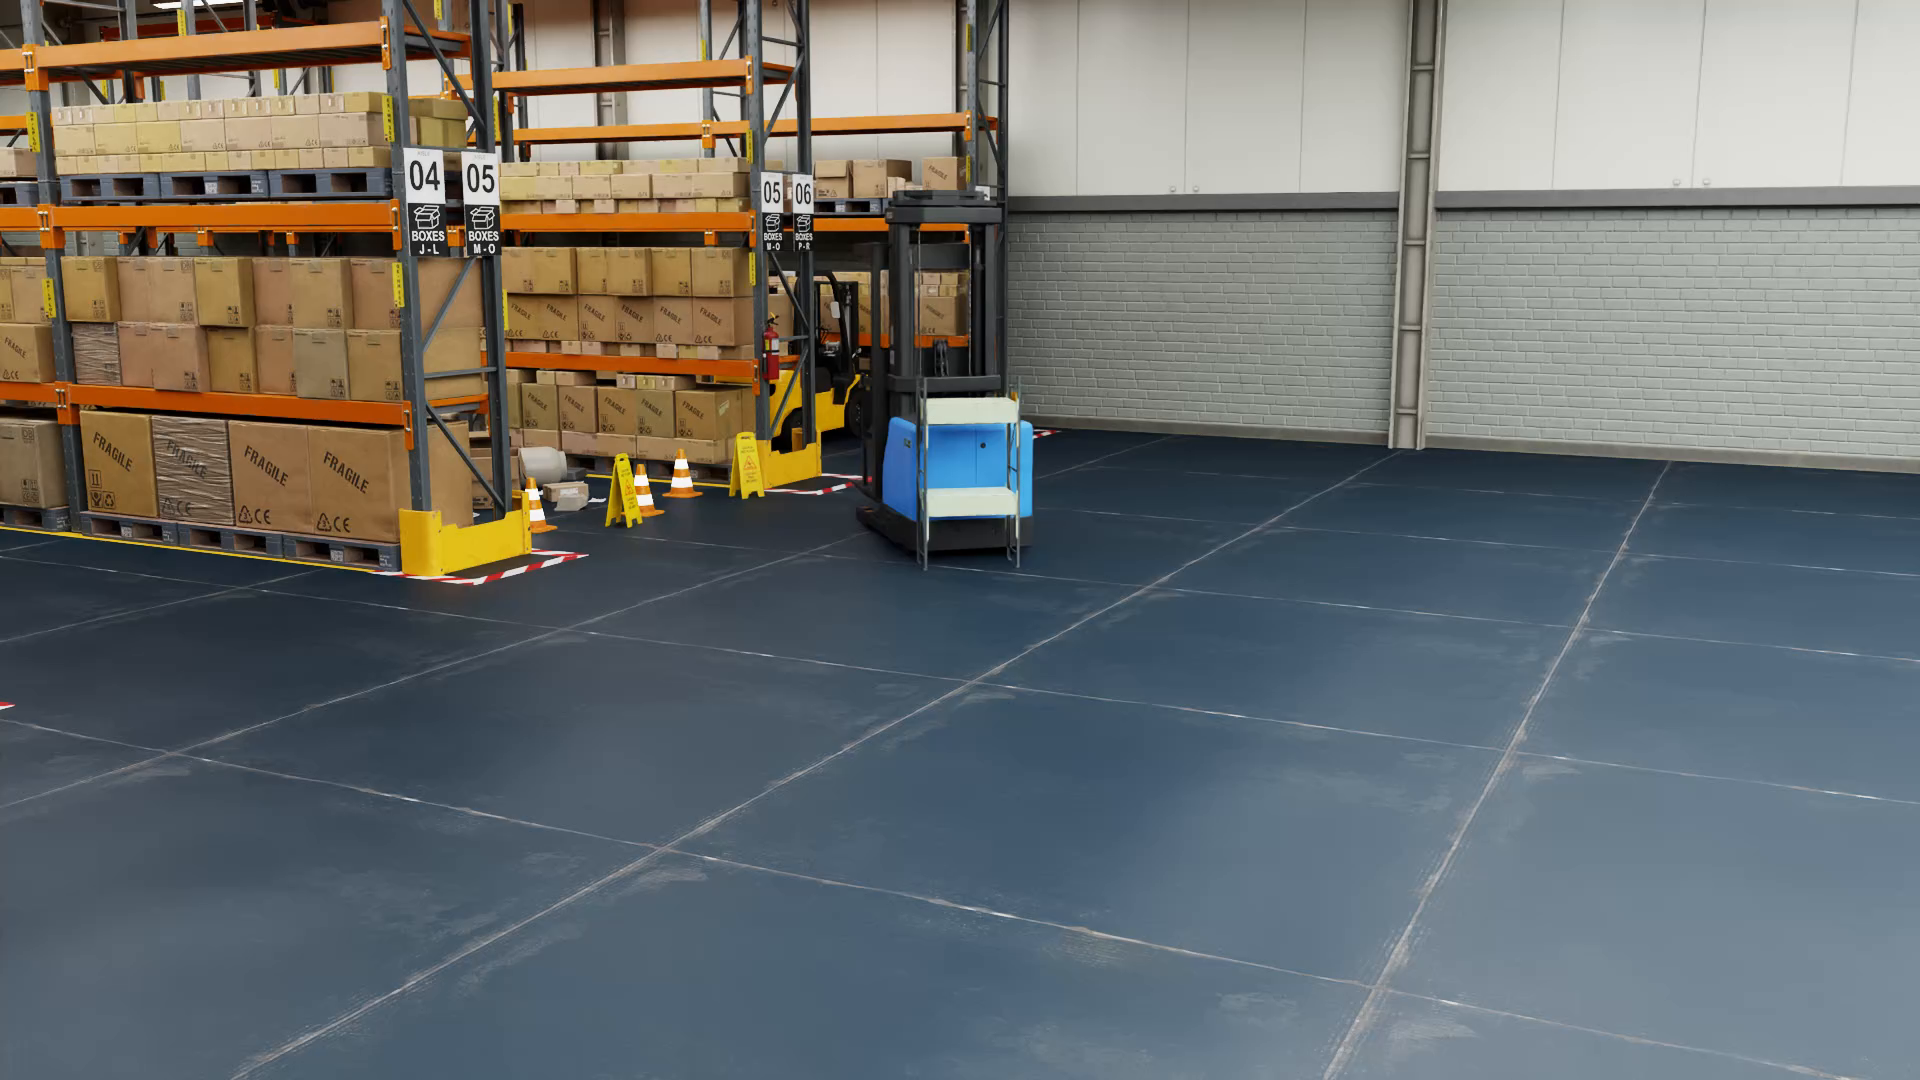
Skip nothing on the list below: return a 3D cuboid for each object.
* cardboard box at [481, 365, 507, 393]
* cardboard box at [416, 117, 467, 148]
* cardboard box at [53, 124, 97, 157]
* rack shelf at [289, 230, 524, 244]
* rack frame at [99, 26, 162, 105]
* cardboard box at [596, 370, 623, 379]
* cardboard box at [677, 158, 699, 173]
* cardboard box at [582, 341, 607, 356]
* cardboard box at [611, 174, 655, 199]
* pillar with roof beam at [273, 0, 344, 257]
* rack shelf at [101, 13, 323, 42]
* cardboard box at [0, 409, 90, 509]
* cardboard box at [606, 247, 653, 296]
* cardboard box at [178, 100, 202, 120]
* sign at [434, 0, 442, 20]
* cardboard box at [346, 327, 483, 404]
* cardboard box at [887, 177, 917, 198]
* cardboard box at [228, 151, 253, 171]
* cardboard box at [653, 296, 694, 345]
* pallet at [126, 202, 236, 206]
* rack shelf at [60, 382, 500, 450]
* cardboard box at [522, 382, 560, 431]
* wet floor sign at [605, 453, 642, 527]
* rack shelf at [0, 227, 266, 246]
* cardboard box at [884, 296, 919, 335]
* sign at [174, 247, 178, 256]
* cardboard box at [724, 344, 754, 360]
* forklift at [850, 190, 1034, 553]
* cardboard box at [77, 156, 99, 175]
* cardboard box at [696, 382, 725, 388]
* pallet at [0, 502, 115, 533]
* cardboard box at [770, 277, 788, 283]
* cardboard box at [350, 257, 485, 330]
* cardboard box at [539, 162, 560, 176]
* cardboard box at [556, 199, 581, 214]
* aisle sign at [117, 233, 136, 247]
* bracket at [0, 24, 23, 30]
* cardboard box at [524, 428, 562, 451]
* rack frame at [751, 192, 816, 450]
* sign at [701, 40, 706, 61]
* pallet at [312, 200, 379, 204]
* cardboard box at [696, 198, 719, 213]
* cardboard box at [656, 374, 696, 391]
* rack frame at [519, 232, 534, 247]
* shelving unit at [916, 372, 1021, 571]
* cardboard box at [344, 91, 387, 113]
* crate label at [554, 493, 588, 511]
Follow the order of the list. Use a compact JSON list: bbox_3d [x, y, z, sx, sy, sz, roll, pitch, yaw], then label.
[{"bbox_3d":[-7.288,-2.498,25.449,0.500,0.500,0.500,5,12,27],"label":"cardboard box"},{"bbox_3d":[-4.251,-3.184,13.102,0.500,0.250,0.500,5,11,26],"label":"cardboard box"},{"bbox_3d":[-7.205,-3.337,13.947,0.500,0.250,0.500,5,11,26],"label":"cardboard box"},{"bbox_3d":[-8.607,-4.802,25.937,4.000,0.370,1.077,5,11,26],"label":"rack shelf"},{"bbox_3d":[-13.988,-7.105,28.218,0.127,3.000,1.000,5,11,26],"label":"rack frame"},{"bbox_3d":[-5.067,-2.406,24.589,0.625,0.625,0.875,5,11,23],"label":"cardboard box"},{"bbox_3d":[-2.718,-3.867,17.216,0.250,0.149,0.380,5,11,25],"label":"cardboard box"},{"bbox_3d":[-3.898,-2.097,18.098,0.250,0.149,0.380,5,11,26],"label":"cardboard box"},{"bbox_3d":[-3.328,-3.725,17.551,0.500,0.250,0.500,5,12,27],"label":"cardboard box"},{"bbox_3d":[-12.531,-6.301,23.776,0.548,9.000,9.100,5,11,26],"label":"pillar with roof beam"},{"bbox_3d":[-12.194,-8.228,27.115,4.000,0.370,1.077,5,11,26],"label":"rack shelf"},{"bbox_3d":[-8.116,-0.750,15.088,0.750,0.750,1.050,5,11,26],"label":"cardboard box"},{"bbox_3d":[-3.341,-2.857,17.668,0.500,0.500,0.700,5,11,25],"label":"cardboard box"},{"bbox_3d":[-5.979,-3.413,13.251,0.250,0.149,0.380,5,11,26],"label":"cardboard box"},{"bbox_3d":[-5.660,-5.815,18.022,0.005,0.325,0.100,5,11,26],"label":"sign"},{"bbox_3d":[-4.285,-1.396,13.100,0.550,0.550,0.875,5,11,26],"label":"cardboard box"},{"bbox_3d":[-0.744,-4.594,21.688,0.258,0.266,0.396,5,11,26],"label":"cardboard box"},{"bbox_3d":[-5.519,-2.981,13.100,0.250,0.149,0.380,5,11,26],"label":"cardboard box"},{"bbox_3d":[-2.888,-2.333,17.584,0.500,0.500,0.500,5,11,26],"label":"cardboard box"},{"bbox_3d":[-9.608,-4.155,20.871,1.003,0.211,1.213,6,12,28],"label":"pallet"},{"bbox_3d":[-5.726,-1.104,13.927,4.000,0.370,1.077,5,11,26],"label":"rack shelf"},{"bbox_3d":[-4.525,-1.507,18.569,0.500,0.500,0.500,6,12,28],"label":"cardboard box"},{"bbox_3d":[-3.030,-0.456,14.936,0.232,0.644,0.267,3,11,16],"label":"wet floor sign"},{"bbox_3d":[-10.800,-4.009,21.555,4.000,0.370,1.077,5,11,26],"label":"rack shelf"},{"bbox_3d":[-0.658,-2.980,21.994,0.500,0.500,0.500,5,12,28],"label":"cardboard box"},{"bbox_3d":[-13.724,-4.965,29.102,0.005,0.325,0.100,5,11,26],"label":"sign"},{"bbox_3d":[-2.262,-1.971,17.401,0.250,0.149,0.380,5,12,28],"label":"cardboard box"},{"bbox_3d":[-0.305,-1.562,14.629,1.130,2.935,3.031,-3,11,-16],"label":"forklift"},{"bbox_3d":[-7.110,-3.121,13.873,0.250,0.149,0.380,5,11,26],"label":"cardboard box"},{"bbox_3d":[-2.926,-1.471,18.374,0.500,0.500,0.500,5,11,24],"label":"cardboard box"},{"bbox_3d":[-8.244,-0.292,15.251,1.213,0.211,1.003,5,11,26],"label":"pallet"},{"bbox_3d":[-2.379,-3.588,22.694,0.250,0.149,0.380,5,12,27],"label":"cardboard box"},{"bbox_3d":[-4.248,-1.941,13.078,0.550,0.550,0.875,5,11,26],"label":"cardboard box"},{"bbox_3d":[-4.334,-4.007,17.993,0.250,0.149,0.380,5,11,24],"label":"cardboard box"},{"bbox_3d":[-4.131,-3.587,17.910,0.250,0.149,0.380,5,11,25],"label":"cardboard box"},{"bbox_3d":[-14.179,-5.390,28.291,0.004,0.787,0.394,5,11,26],"label":"aisle sign"},{"bbox_3d":[-19.042,-9.429,30.951,5.218,0.066,0.076,5,11,26],"label":"bracket"},{"bbox_3d":[-4.526,-1.138,18.636,0.500,0.250,0.500,6,12,29],"label":"cardboard box"},{"bbox_3d":[-1.832,-2.099,17.404,0.127,3.000,1.000,5,11,26],"label":"rack frame"},{"bbox_3d":[-3.456,-6.570,22.419,0.005,0.325,0.100,5,11,26],"label":"sign"},{"bbox_3d":[-6.857,-3.945,19.707,1.003,0.211,1.213,5,11,26],"label":"pallet"},{"bbox_3d":[-2.514,-3.449,17.147,0.250,0.149,0.380,5,11,26],"label":"cardboard box"},{"bbox_3d":[-3.025,-1.680,17.706,0.250,0.149,0.380,5,12,27],"label":"cardboard box"},{"bbox_3d":[-6.814,-3.522,25.269,0.127,3.000,1.000,5,11,26],"label":"rack frame"},{"bbox_3d":[0.061,-0.543,13.019,0.755,1.500,0.431,-2,10,-10],"label":"shelving unit"},{"bbox_3d":[-4.384,-3.273,12.477,0.250,0.149,0.380,5,11,26],"label":"cardboard box"},{"bbox_3d":[-3.707,-0.366,15.868,0.298,0.136,0.250,-1,10,-4],"label":"crate label"}]
